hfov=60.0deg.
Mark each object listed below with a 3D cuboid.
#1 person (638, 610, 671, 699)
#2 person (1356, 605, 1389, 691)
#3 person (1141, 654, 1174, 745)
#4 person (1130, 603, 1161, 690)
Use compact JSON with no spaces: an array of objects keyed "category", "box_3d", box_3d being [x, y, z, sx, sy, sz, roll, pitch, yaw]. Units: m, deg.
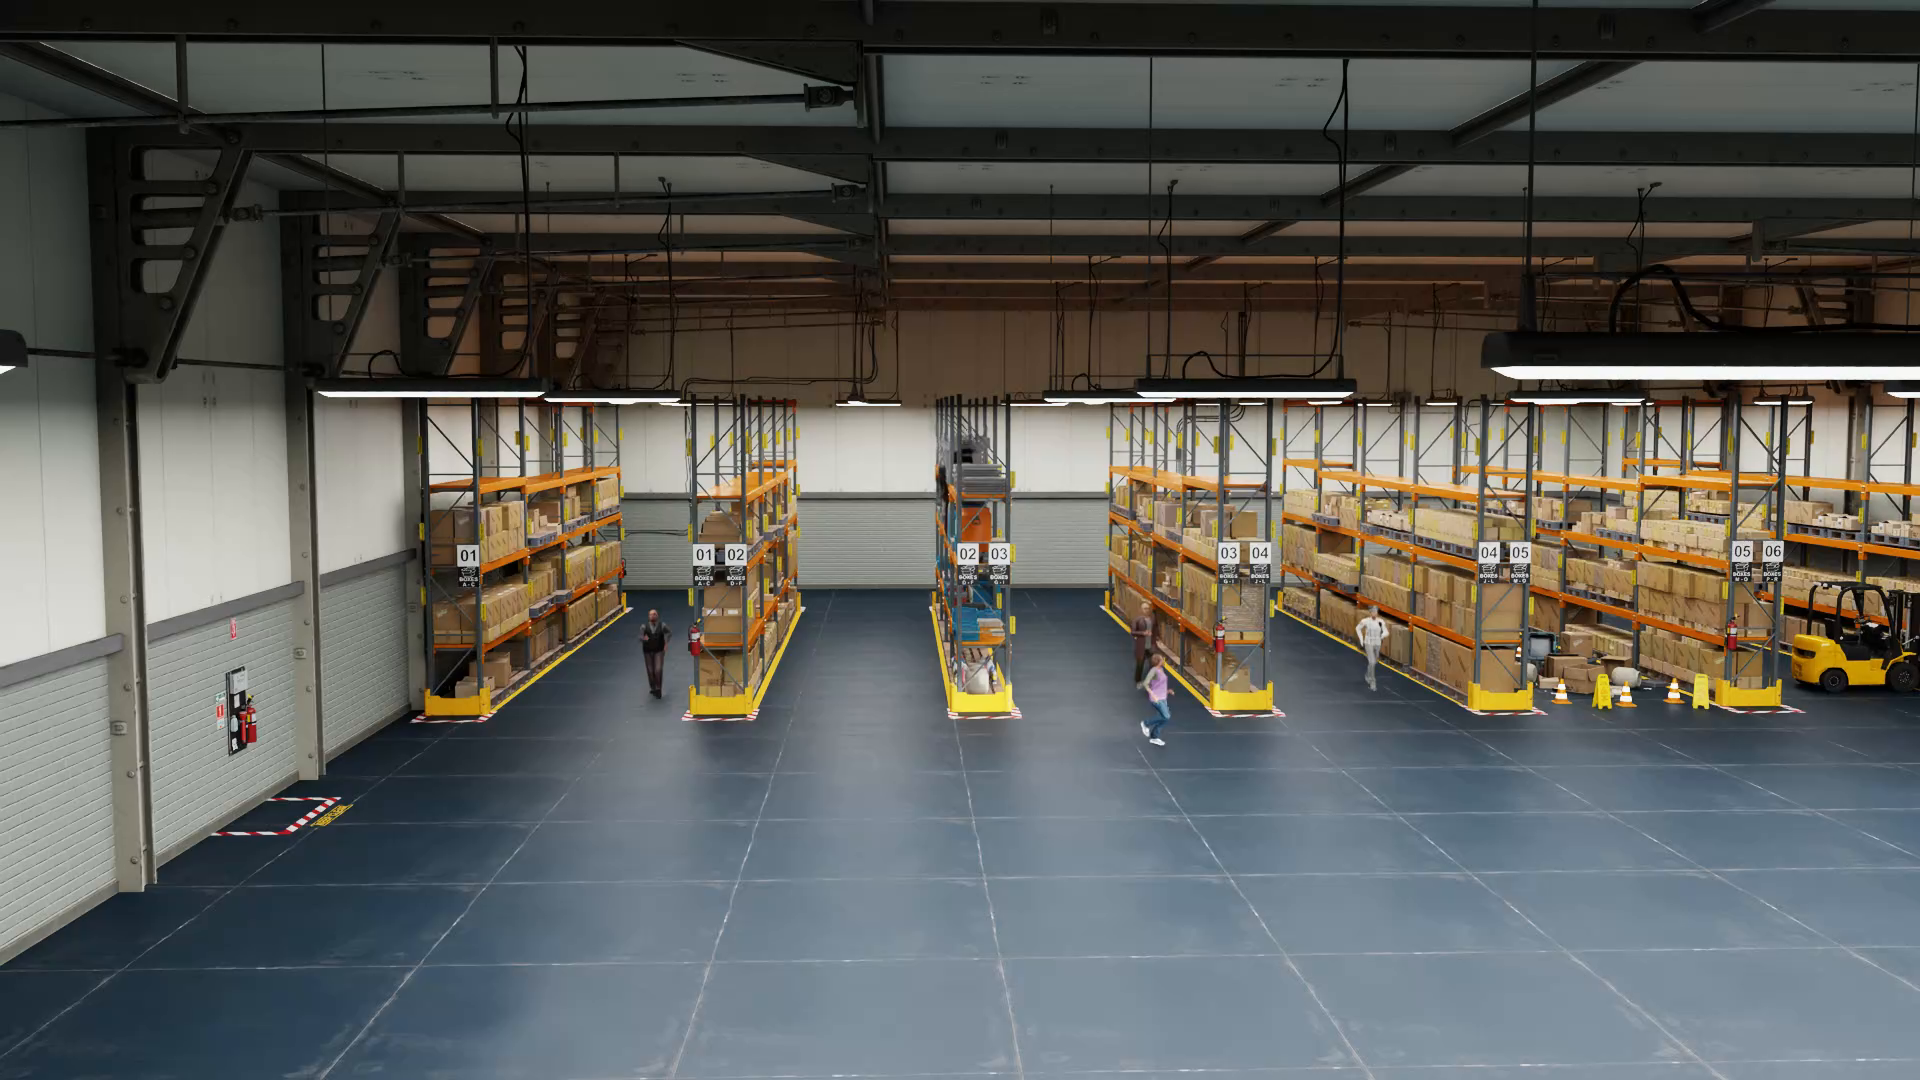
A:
[{"category":"person","box_3d":[-6.074,2.271,33.026,0.637,1.763,0.711,0,5,-3]},{"category":"person","box_3d":[8.502,2.187,34.228,0.605,1.725,0.813,-1,5,-7]},{"category":"person","box_3d":[3.378,2.731,28.411,0.541,1.539,0.541,2,5,29]},{"category":"person","box_3d":[3.736,2.183,33.502,0.678,1.829,0.923,-1,5,-10]}]
